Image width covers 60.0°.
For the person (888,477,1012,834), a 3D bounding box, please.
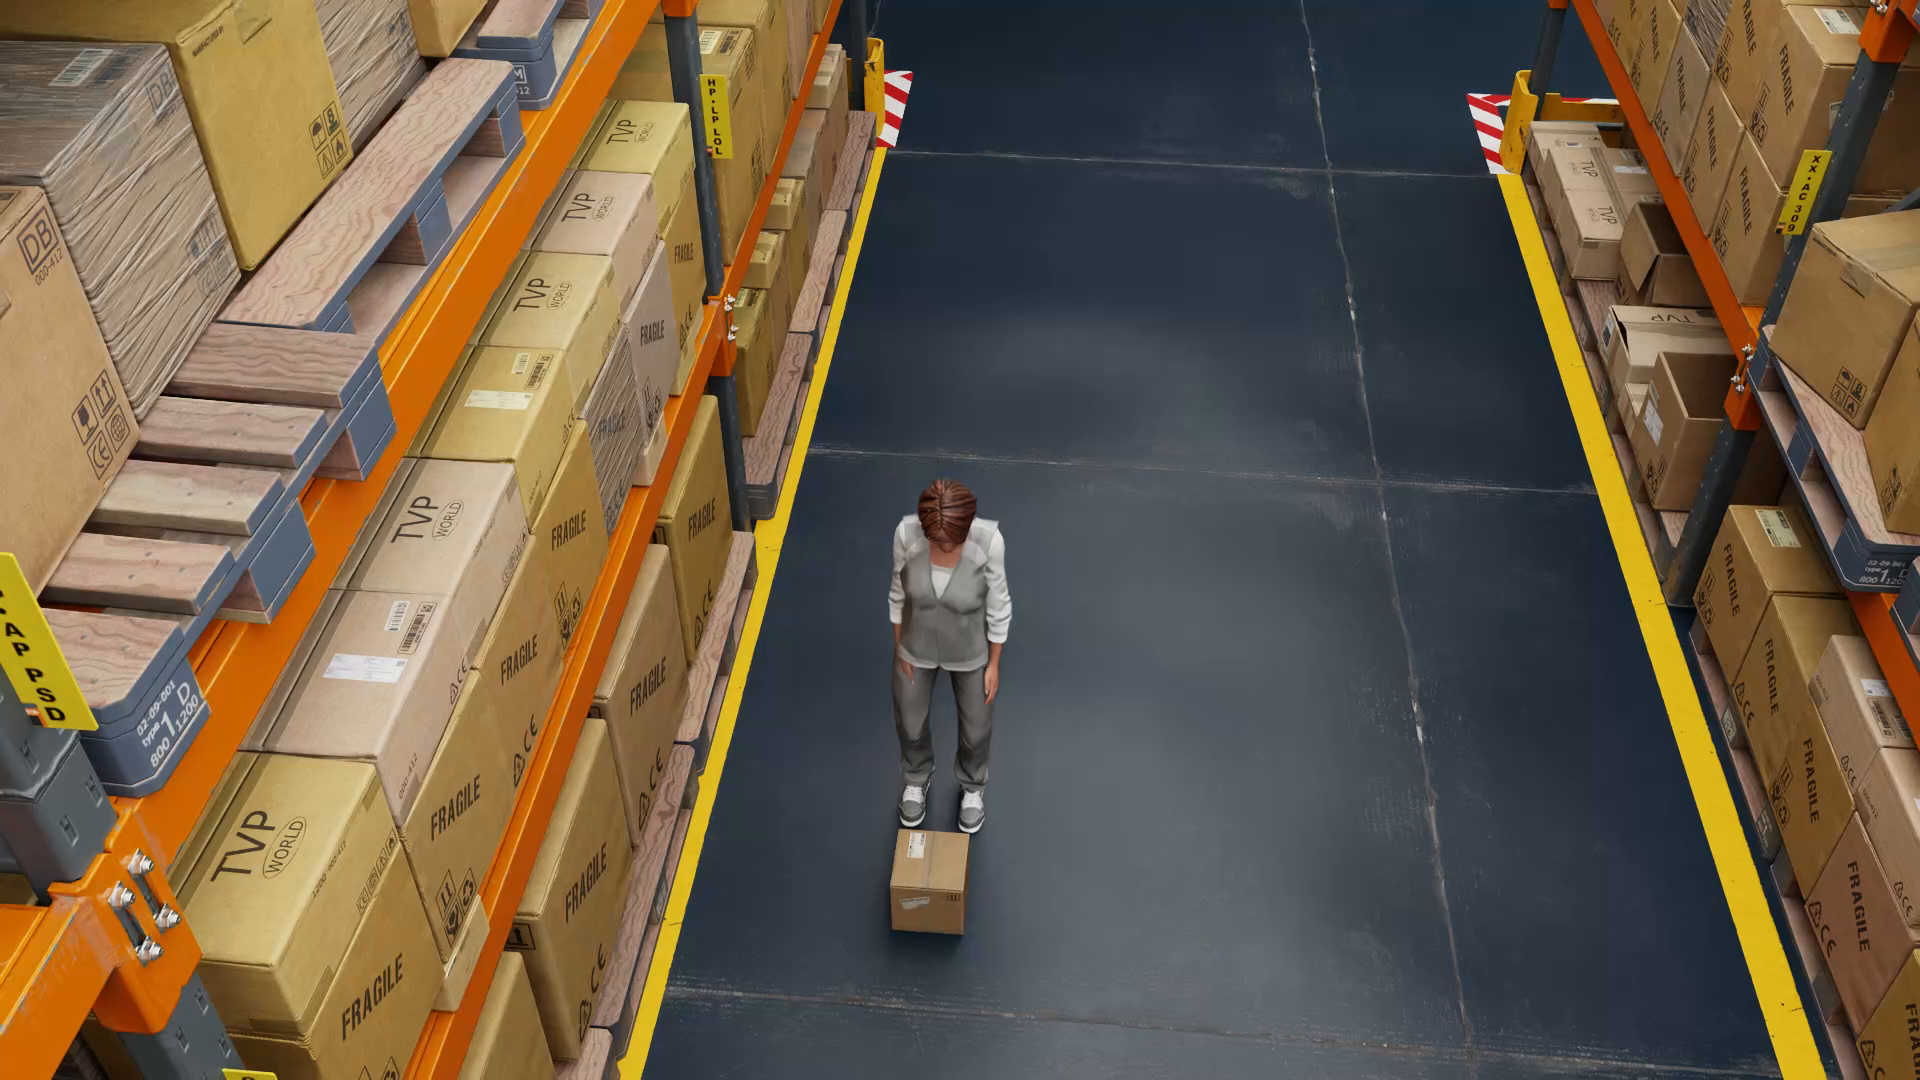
[{"bbox_3d":[-0.032,0.397,5.736,0.417,1.562,0.341,5,41,6],"label":"person"}]
